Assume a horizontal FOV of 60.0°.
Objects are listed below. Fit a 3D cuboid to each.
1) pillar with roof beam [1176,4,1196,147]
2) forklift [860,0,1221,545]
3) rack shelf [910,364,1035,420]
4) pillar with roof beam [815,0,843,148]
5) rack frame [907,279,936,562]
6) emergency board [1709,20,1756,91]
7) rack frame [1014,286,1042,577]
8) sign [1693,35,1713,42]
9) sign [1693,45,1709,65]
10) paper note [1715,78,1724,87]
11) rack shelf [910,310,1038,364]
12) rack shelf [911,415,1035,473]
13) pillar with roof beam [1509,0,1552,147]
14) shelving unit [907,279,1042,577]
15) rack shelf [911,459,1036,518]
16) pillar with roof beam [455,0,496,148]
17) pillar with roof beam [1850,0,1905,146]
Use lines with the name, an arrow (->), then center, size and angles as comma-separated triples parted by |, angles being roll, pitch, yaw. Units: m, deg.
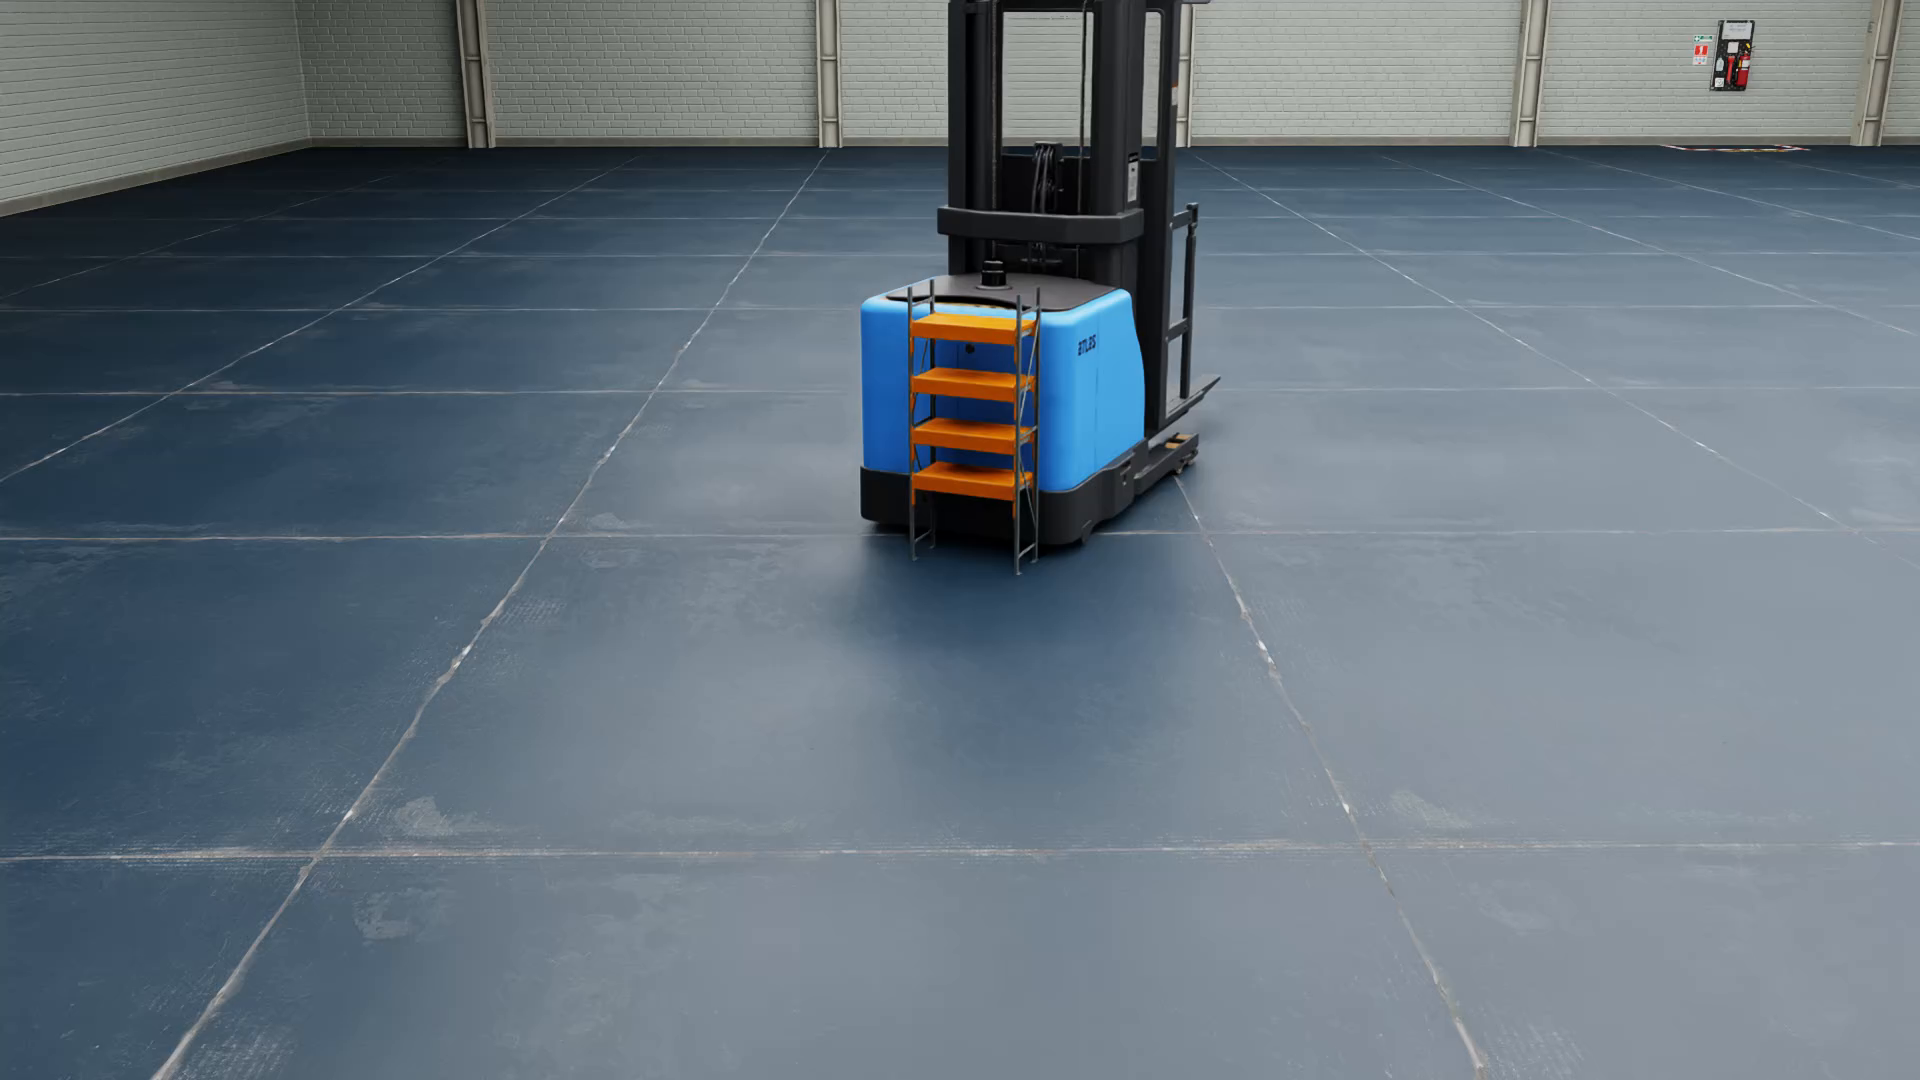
pillar with roof beam -> 3.842, -9.791, 23.337 | 0.400, 9.000, 9.100 | 0, 18, -1
forklift -> 0.612, -1.782, 8.305 | 1.130, 2.935, 3.031 | 8, 19, 23
rack shelf -> 0.061, -0.627, 7.025 | 0.480, 0.148, 0.258 | 8, 19, 23
pillar with roof beam -> -2.157, -9.762, 23.247 | 0.400, 9.000, 9.100 | 0, 18, -1
rack frame -> -0.163, -0.508, 7.167 | 0.015, 1.200, 0.240 | 8, 19, 23
emergency board -> 13.302, -8.307, 28.532 | 0.643, 1.169, 0.194 | 0, 18, -1
rack frame -> 0.284, -0.448, 6.979 | 0.015, 1.200, 0.240 | 8, 19, 23
sign -> 12.752, -8.602, 28.527 | 0.331, 0.109, 0.001 | 0, 18, -1
sign -> 12.747, -8.353, 28.616 | 0.234, 0.329, 0.001 | 0, 18, -1
paper note -> 13.123, -7.907, 28.729 | 0.142, 0.148, 0.016 | 0, 18, -1
rack shelf -> 0.061, -0.852, 6.953 | 0.480, 0.148, 0.258 | 8, 19, 23
rack shelf -> 0.061, -0.414, 7.094 | 0.480, 0.148, 0.258 | 8, 19, 23
pillar with roof beam -> 9.842, -9.820, 23.427 | 0.400, 9.000, 9.100 | 0, 18, -1
shelving unit -> 0.061, -0.478, 7.073 | 0.503, 1.200, 0.258 | 8, 19, 23
rack shelf -> 0.061, -0.225, 7.154 | 0.480, 0.148, 0.258 | 8, 19, 23
pillar with roof beam -> -8.156, -9.733, 23.157 | 0.400, 9.000, 9.100 | 0, 18, -1
pillar with roof beam -> 15.841, -9.849, 23.517 | 0.400, 9.000, 9.100 | 0, 18, -1
